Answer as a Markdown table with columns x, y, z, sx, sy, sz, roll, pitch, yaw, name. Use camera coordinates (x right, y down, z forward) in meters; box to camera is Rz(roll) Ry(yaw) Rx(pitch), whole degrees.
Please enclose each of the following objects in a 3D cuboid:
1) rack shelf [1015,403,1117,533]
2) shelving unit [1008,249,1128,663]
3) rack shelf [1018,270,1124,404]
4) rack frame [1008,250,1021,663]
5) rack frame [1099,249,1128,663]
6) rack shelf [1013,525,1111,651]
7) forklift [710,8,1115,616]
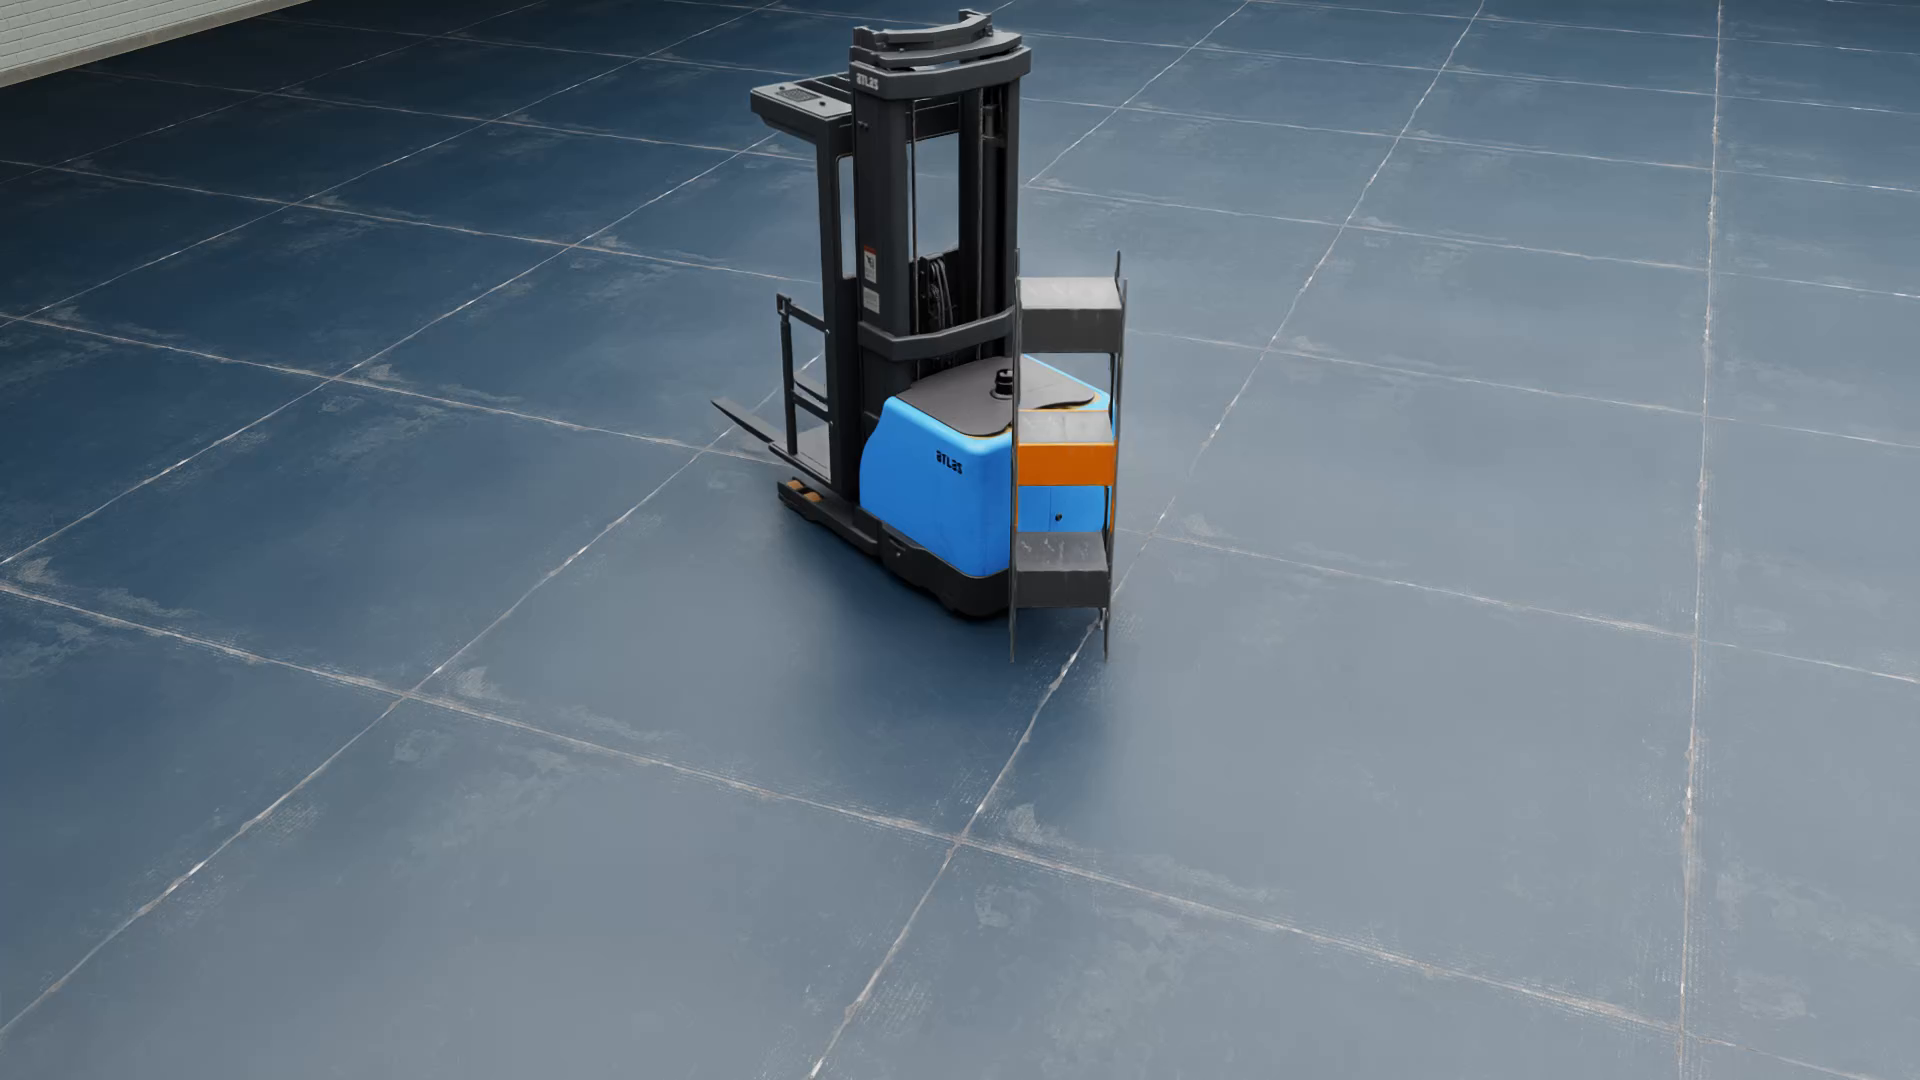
| x | y | z | sx | sy | sz | roll | pitch | yaw | name |
| --- | --- | --- | --- | --- | --- | --- | --- | --- | --- |
| 0.514 | -0.362 | 8.284 | 0.480 | 0.518 | 0.431 | 0 | 29 | 0 | rack shelf |
| 0.514 | -0.374 | 8.277 | 0.503 | 2.100 | 0.431 | 0 | 29 | 0 | shelving unit |
| 0.514 | -0.971 | 7.940 | 0.480 | 0.518 | 0.431 | 0 | 29 | 0 | rack shelf |
| 0.270 | -0.373 | 8.277 | 0.015 | 2.100 | 0.400 | 0 | 29 | 0 | rack frame |
| 0.758 | -0.374 | 8.278 | 0.015 | 2.100 | 0.400 | 0 | 29 | 0 | rack frame |
| 0.514 | 0.248 | 8.628 | 0.480 | 0.518 | 0.431 | 0 | 29 | 0 | rack shelf |
| -0.447 | -1.529 | 9.477 | 1.130 | 2.935 | 3.031 | -21 | 36 | -33 | forklift |
